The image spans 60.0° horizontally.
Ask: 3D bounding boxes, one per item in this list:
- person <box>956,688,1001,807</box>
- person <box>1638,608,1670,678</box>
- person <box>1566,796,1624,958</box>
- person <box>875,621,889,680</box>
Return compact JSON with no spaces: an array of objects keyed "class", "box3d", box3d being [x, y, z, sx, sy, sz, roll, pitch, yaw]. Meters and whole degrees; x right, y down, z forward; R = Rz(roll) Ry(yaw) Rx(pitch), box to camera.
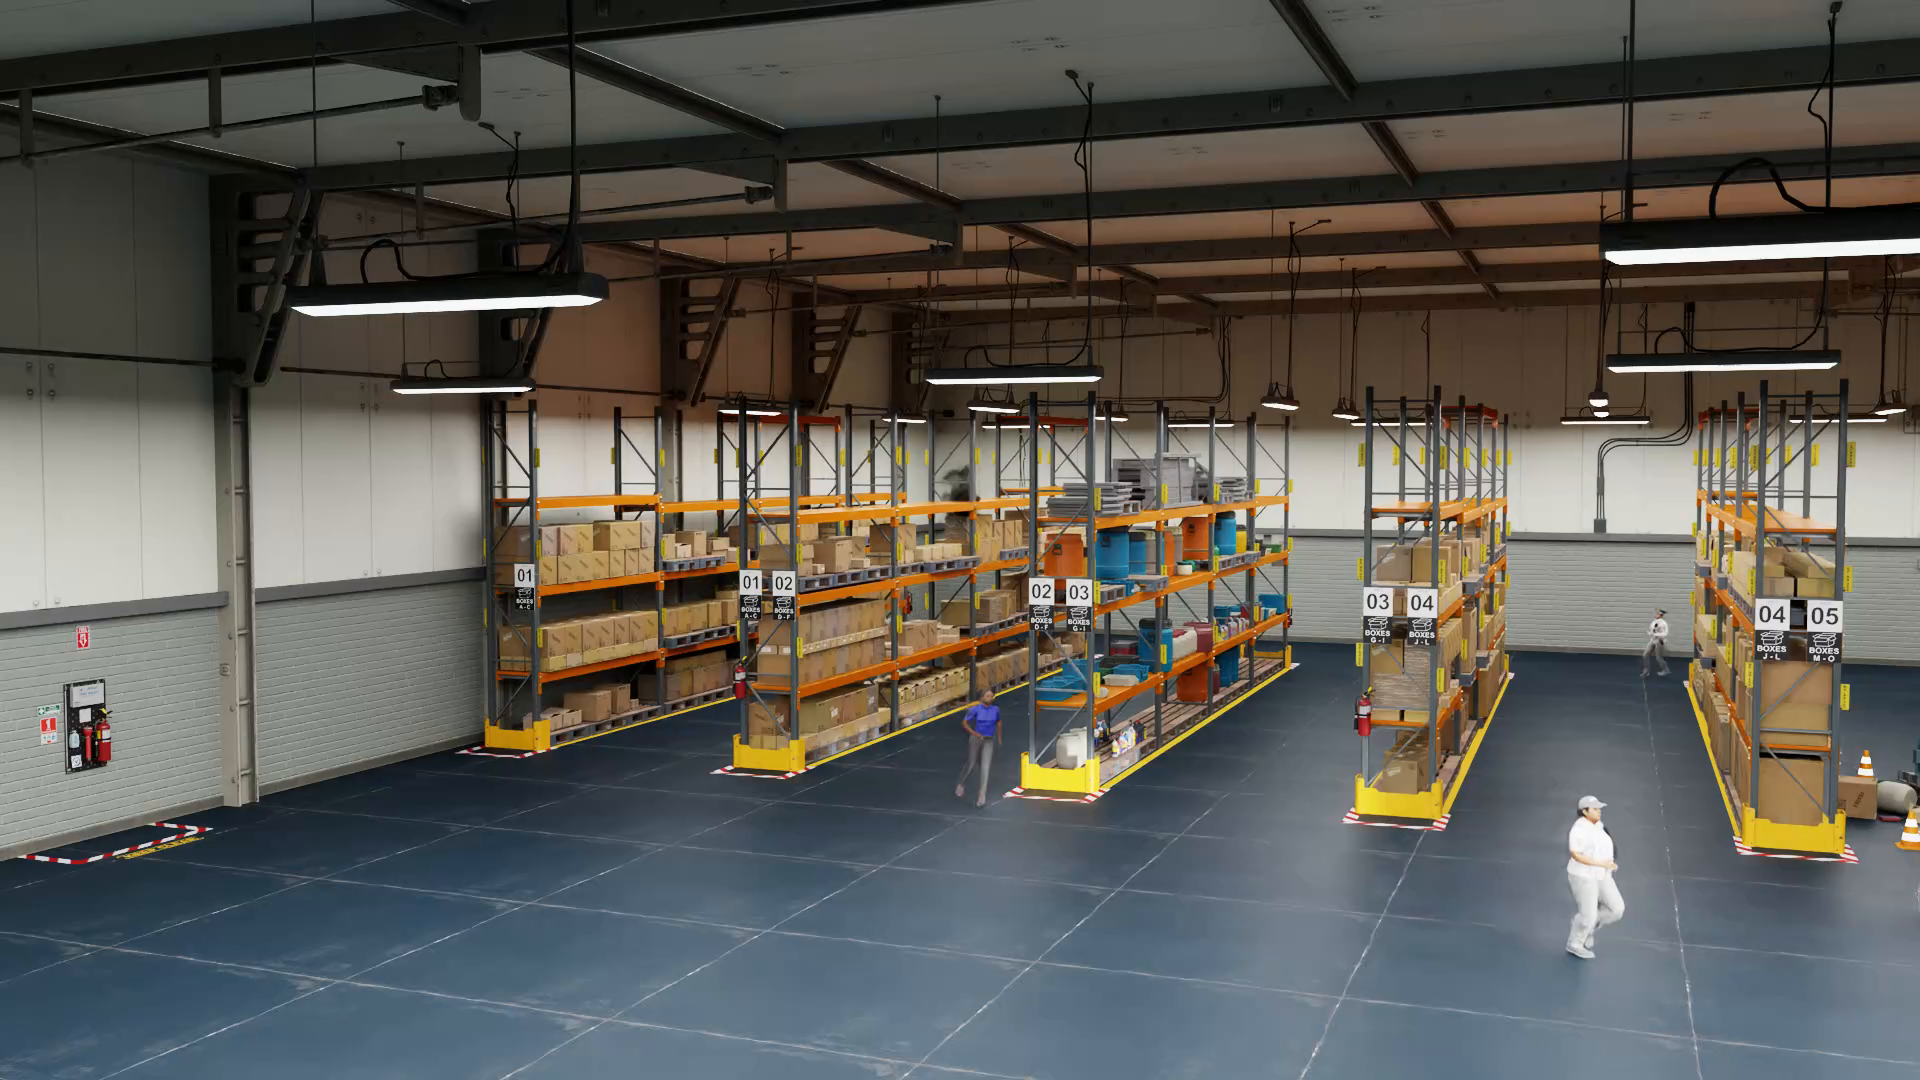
[{"class":"person","box3d":[0.327,2.981,24.208,0.668,1.640,0.915,-1,3,-13]},{"class":"person","box3d":[15.846,2.364,37.641,0.696,1.695,0.727,0,3,-9]},{"class":"person","box3d":[6.344,3.367,16.600,0.595,1.628,0.557,-2,4,-37]},{"class":"person","box3d":[-1.817,2.347,36.897,0.550,1.656,0.926,0,3,6]}]
